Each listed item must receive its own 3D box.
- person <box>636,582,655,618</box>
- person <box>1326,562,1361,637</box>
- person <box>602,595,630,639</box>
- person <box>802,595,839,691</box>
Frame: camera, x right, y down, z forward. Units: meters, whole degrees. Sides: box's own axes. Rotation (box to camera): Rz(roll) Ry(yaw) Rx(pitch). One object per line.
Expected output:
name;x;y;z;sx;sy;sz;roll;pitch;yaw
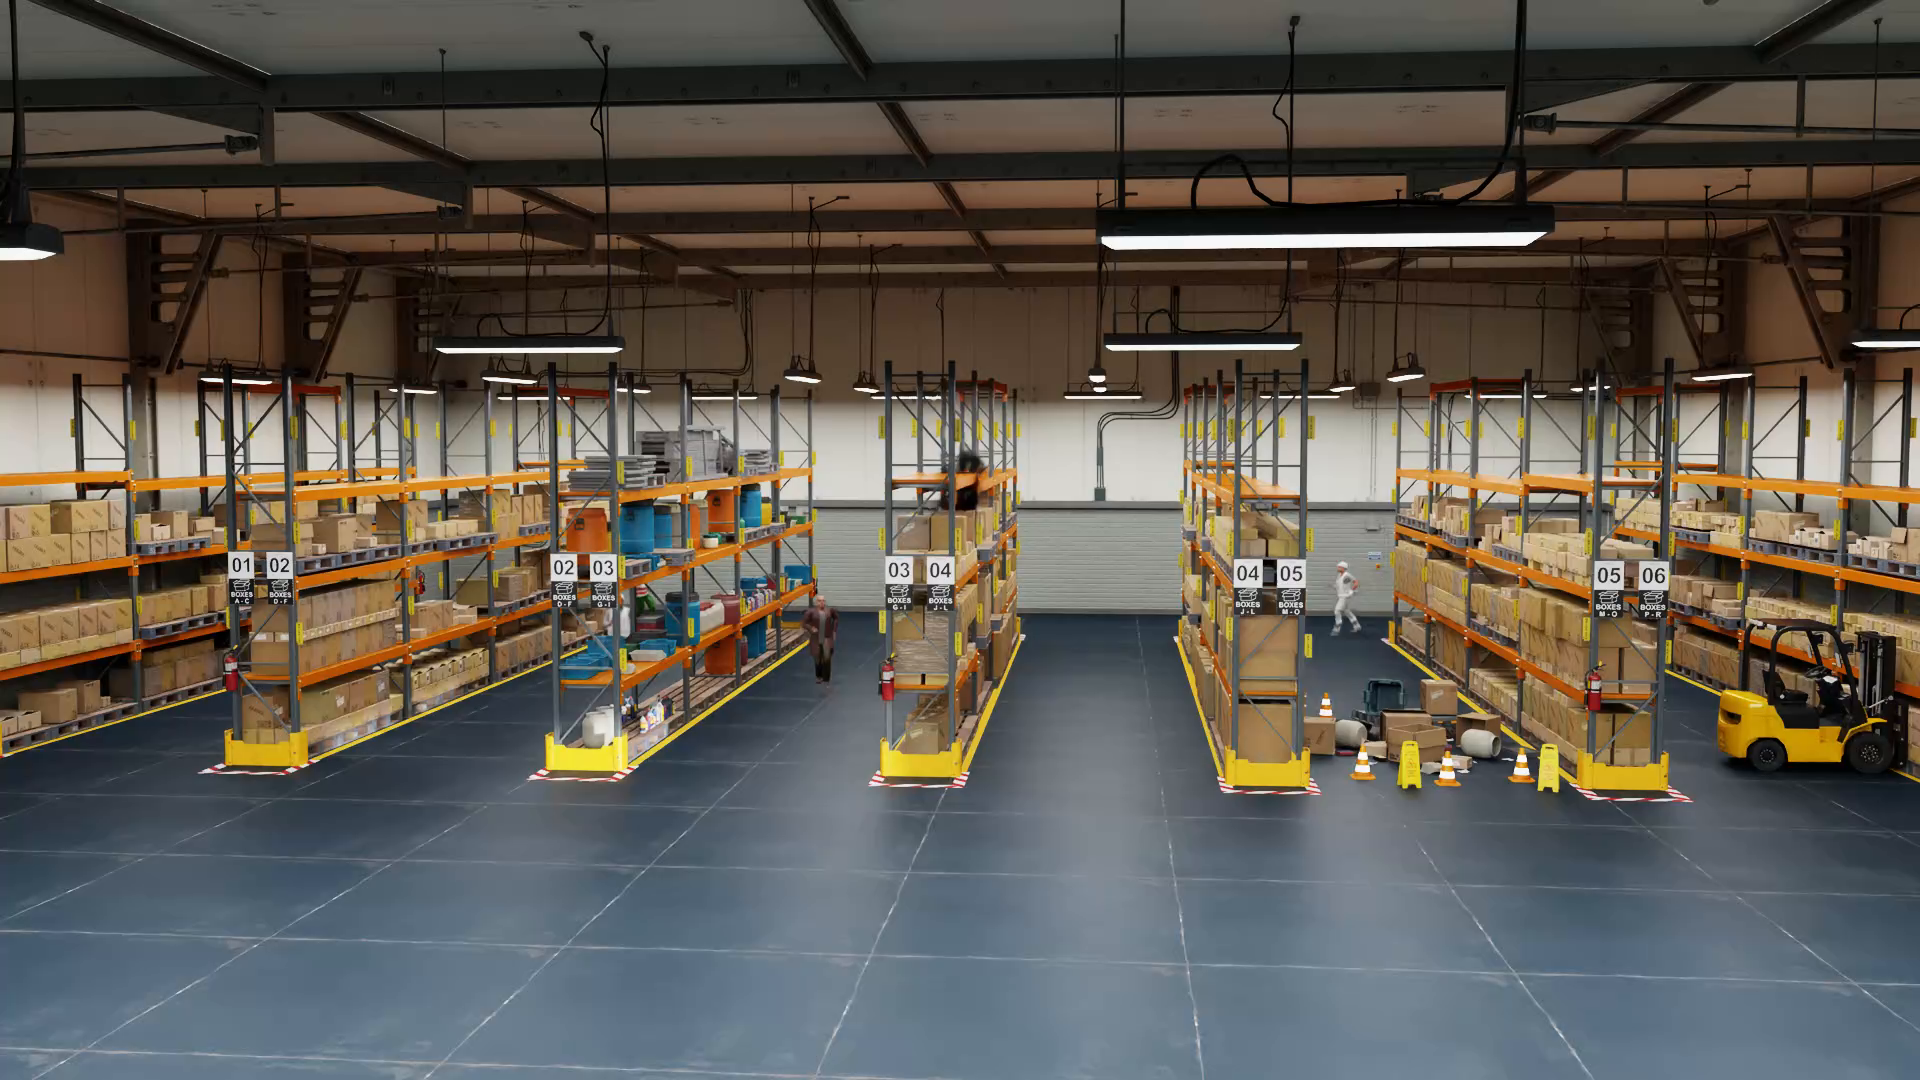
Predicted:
person;-8.002;1.400;41.594;0.702;1.811;0.715;3;5;38
person;9.376;1.435;40.525;0.880;1.824;0.598;0;4;-3
person;-6.733;1.949;32.857;0.641;1.820;0.740;0;4;-1
person;-2.608;1.903;31.073;0.689;1.777;0.834;0;4;-5
